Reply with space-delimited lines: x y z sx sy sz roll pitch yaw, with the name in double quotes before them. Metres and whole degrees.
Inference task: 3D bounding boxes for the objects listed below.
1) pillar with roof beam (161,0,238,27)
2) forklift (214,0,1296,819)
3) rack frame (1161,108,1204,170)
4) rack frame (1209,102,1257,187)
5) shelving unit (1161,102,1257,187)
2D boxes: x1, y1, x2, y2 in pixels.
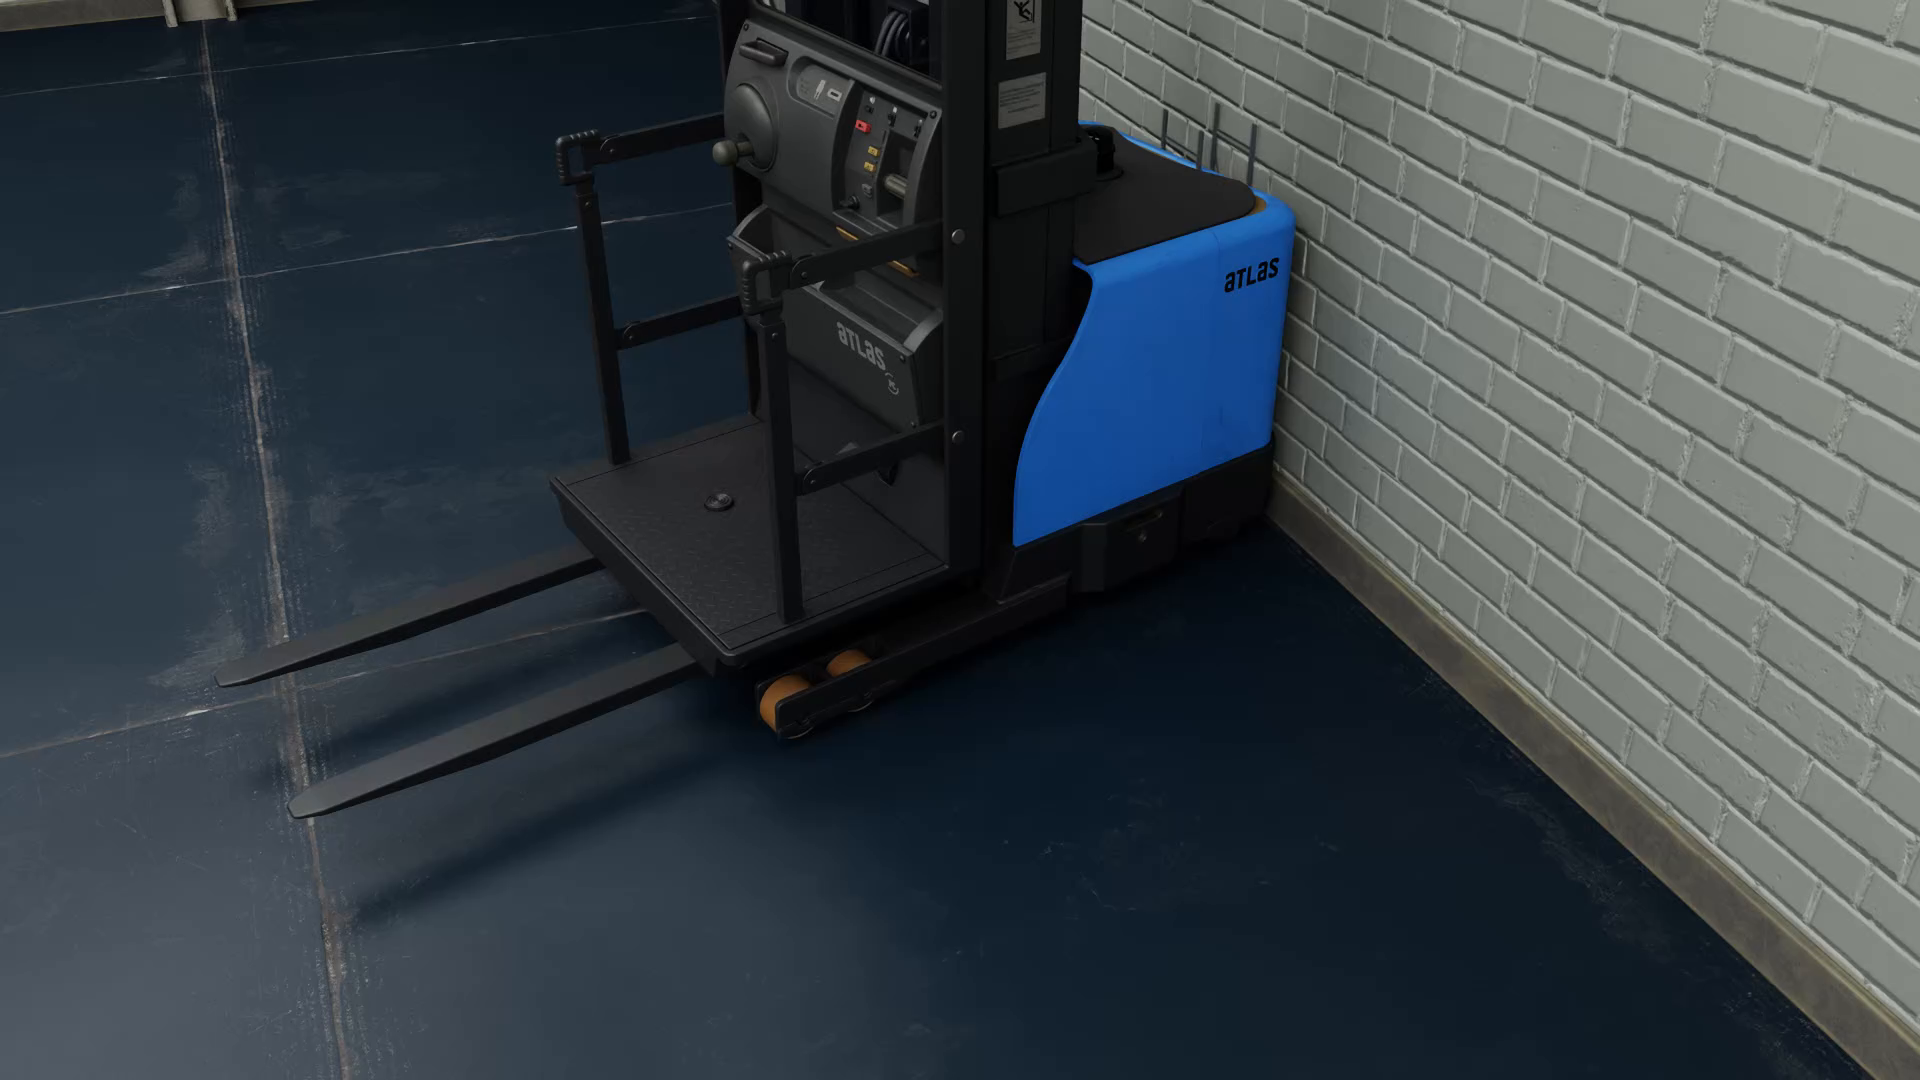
"pillar with roof beam" -2.964 -4.804 4.382 0.400 9.000 9.100 -13 35 -19
"forklift" -0.510 -1.028 4.142 3.031 2.935 1.130 -21 39 -29
"rack frame" 0.671 -0.761 5.342 0.006 1.200 0.240 -12 34 -19
"rack frame" 0.839 -0.798 5.403 0.006 1.200 0.240 -12 34 -19
"shelving unit" 0.755 -0.779 5.372 0.189 1.200 0.258 -12 34 -19
